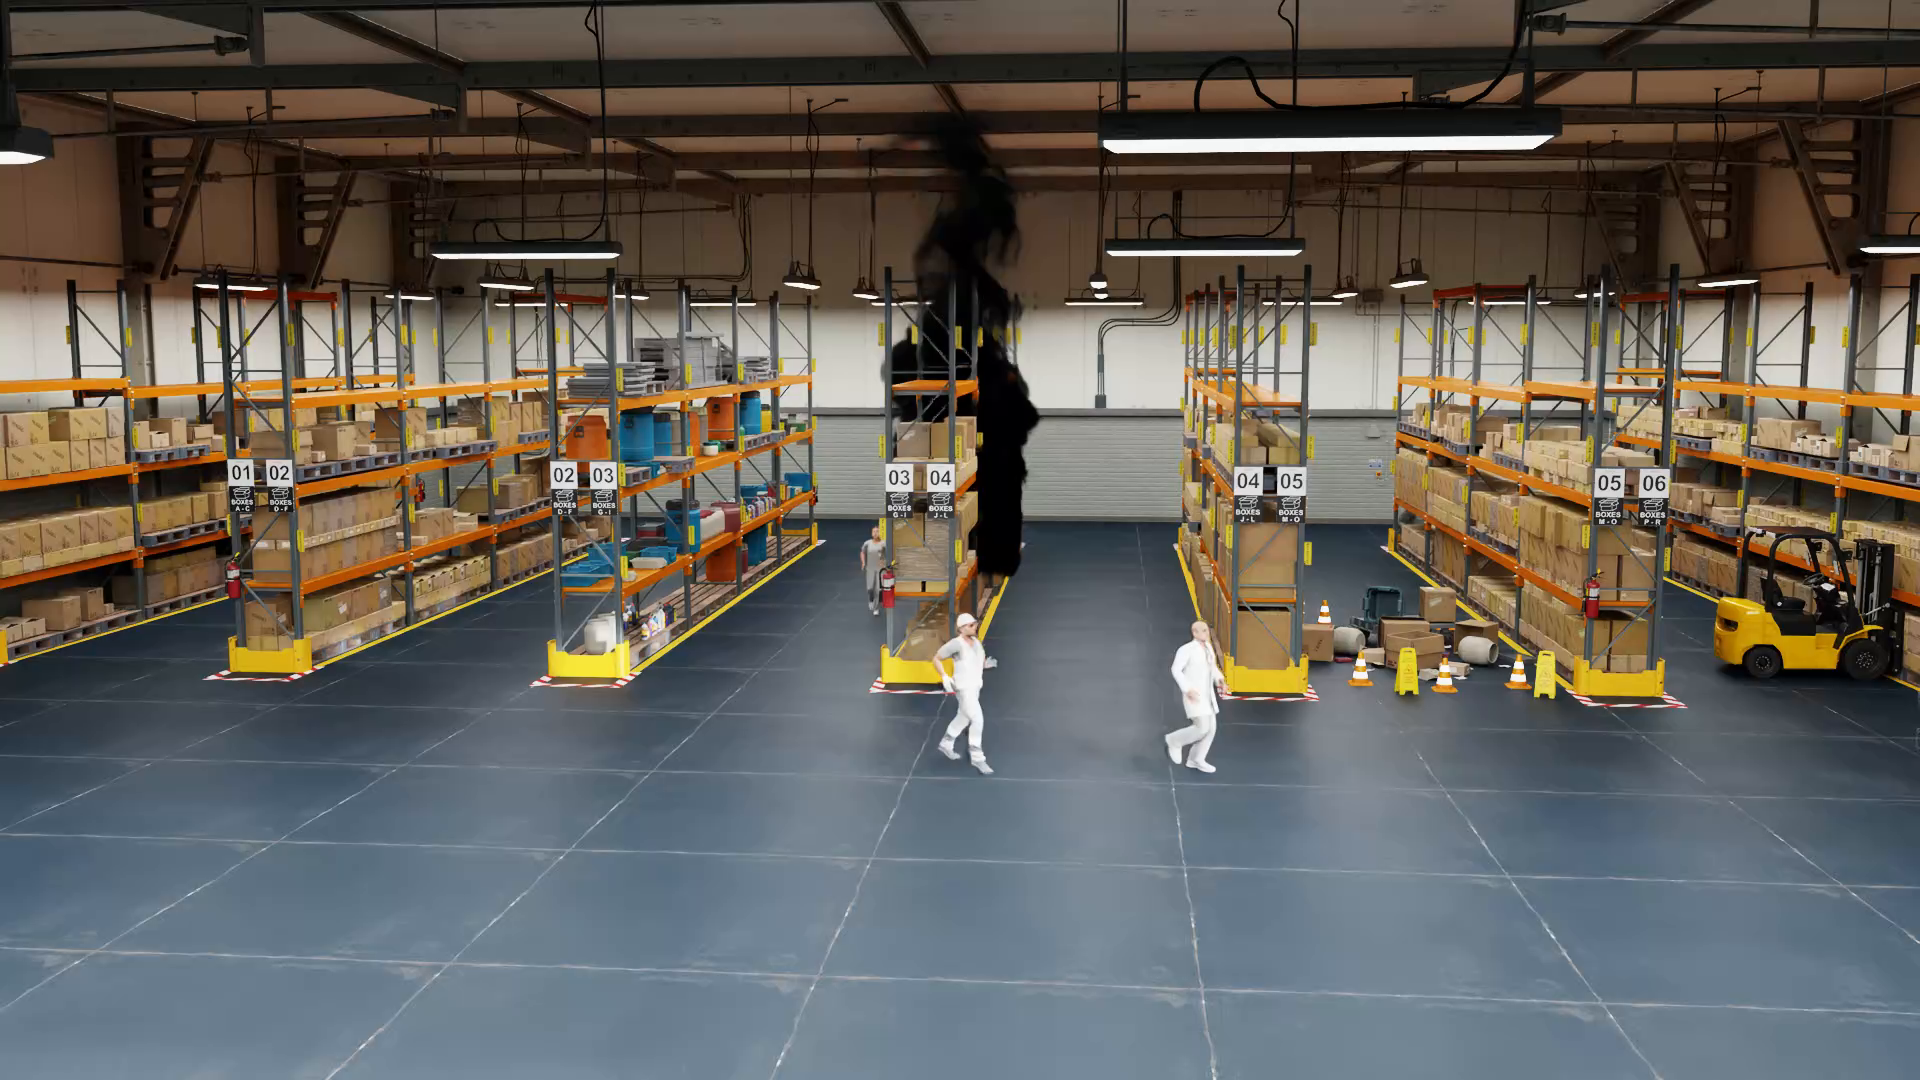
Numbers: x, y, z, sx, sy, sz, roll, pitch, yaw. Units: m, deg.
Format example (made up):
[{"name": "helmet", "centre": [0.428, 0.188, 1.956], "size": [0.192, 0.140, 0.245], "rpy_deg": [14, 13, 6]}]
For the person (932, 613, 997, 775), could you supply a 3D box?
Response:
[{"name": "person", "centre": [0.064, 1.760, 19.328], "size": [0.840, 1.834, 0.653], "rpy_deg": [4, 8, 31]}]

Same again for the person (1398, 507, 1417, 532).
[{"name": "person", "centre": [10.909, -0.759, 40.455], "size": [0.646, 1.753, 0.766], "rpy_deg": [5, 9, 36]}]

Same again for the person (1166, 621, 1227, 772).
[{"name": "person", "centre": [2.741, 1.843, 19.350], "size": [0.636, 1.665, 0.731], "rpy_deg": [6, 9, 41]}]

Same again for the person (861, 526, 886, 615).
[{"name": "person", "centre": [-1.527, 0.560, 30.008], "size": [0.565, 1.612, 0.545], "rpy_deg": [0, 7, 1]}]
